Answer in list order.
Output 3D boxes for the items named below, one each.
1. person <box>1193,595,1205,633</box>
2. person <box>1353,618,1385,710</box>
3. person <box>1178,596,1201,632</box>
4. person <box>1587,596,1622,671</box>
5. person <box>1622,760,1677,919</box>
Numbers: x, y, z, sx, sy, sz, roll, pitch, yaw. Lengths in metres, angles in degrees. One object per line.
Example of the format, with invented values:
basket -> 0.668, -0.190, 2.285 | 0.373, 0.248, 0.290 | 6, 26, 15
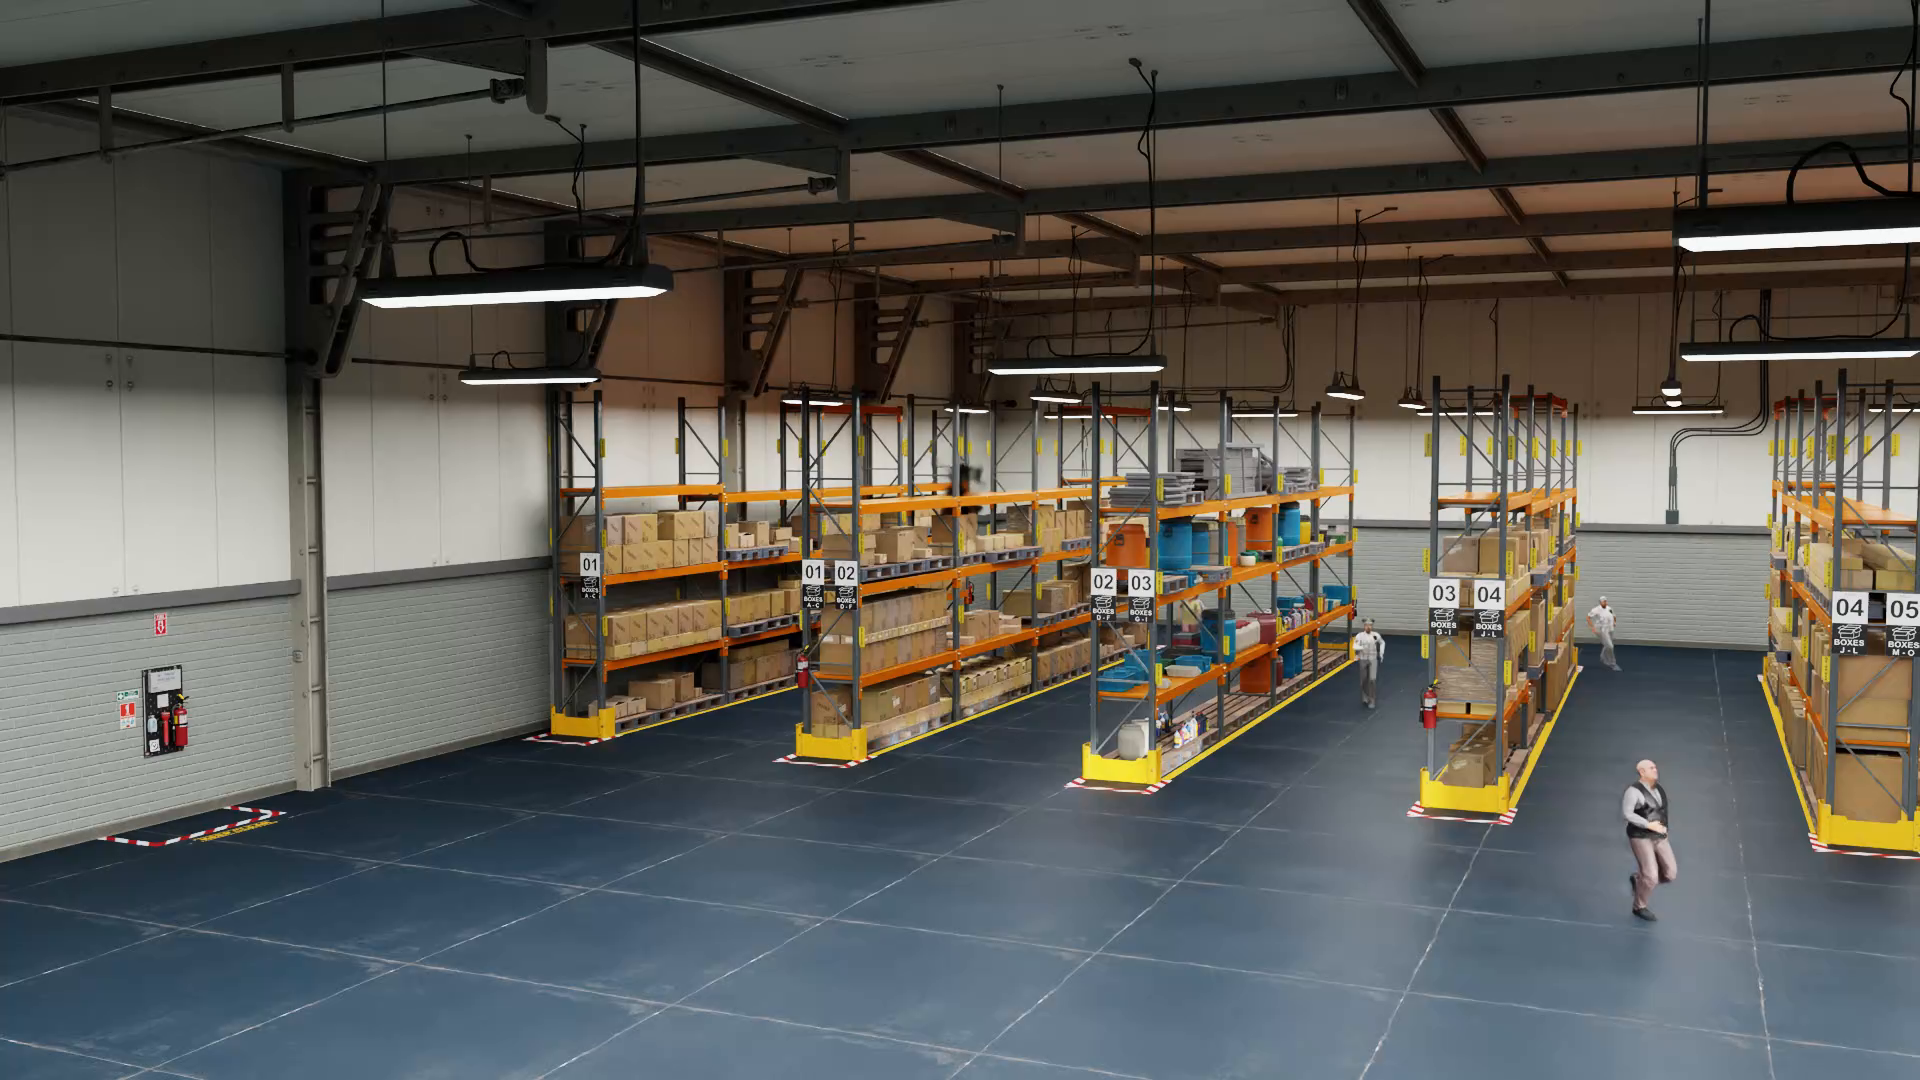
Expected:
person -> 5.686, 2.012, 40.257 | 0.555, 1.542, 0.572 | 0, 3, 6
person -> 7.917, 2.367, 32.222 | 0.588, 1.741, 0.806 | 1, 3, 17
person -> 5.400, 2.010, 39.139 | 0.542, 1.714, 0.802 | 0, 3, 8
person -> 14.637, 2.107, 37.705 | 0.694, 1.672, 0.840 | -1, 3, -19
person -> 7.342, 3.183, 17.720 | 0.698, 1.688, 0.591 | -2, 4, -30
